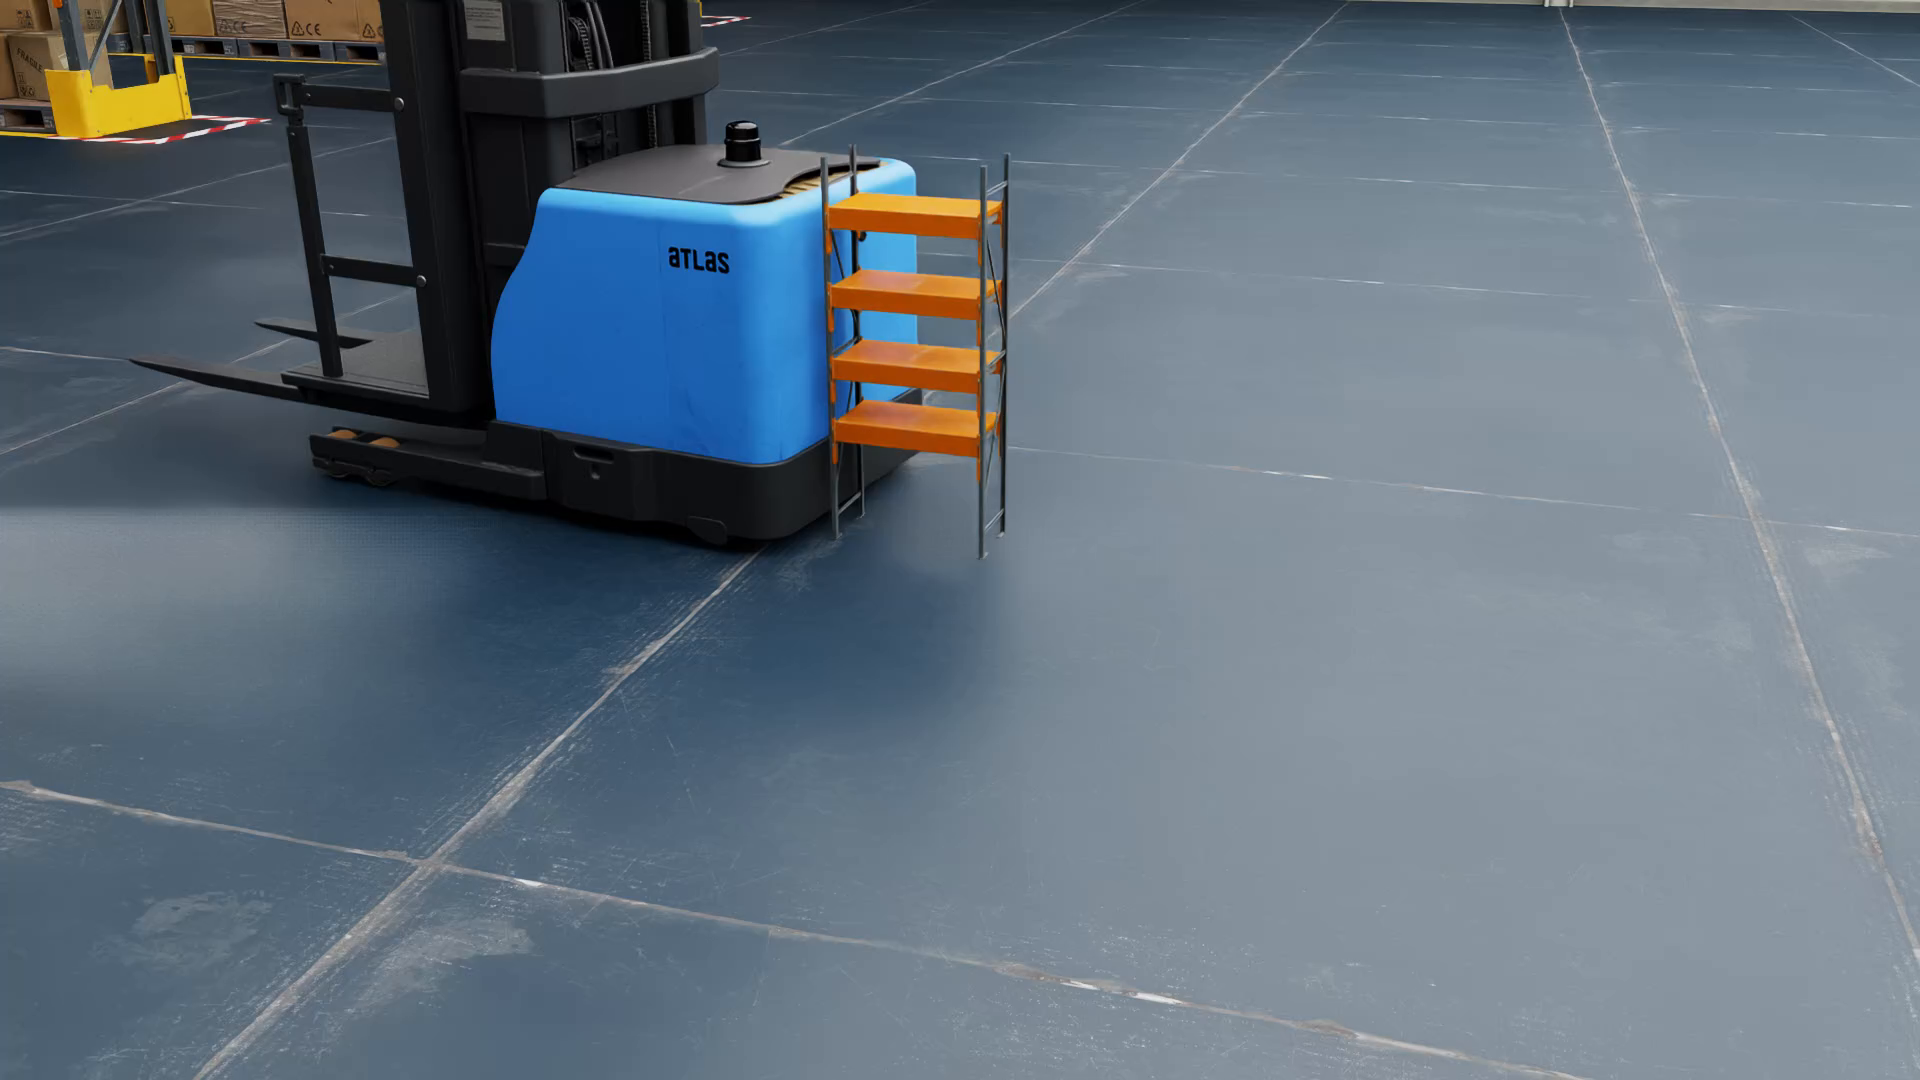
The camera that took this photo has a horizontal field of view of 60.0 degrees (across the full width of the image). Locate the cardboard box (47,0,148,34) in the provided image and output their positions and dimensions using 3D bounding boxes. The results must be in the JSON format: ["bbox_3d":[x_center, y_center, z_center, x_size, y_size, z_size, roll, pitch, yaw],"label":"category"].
[{"bbox_3d":[-9.548,-6.123,18.656,0.750,0.750,1.050,6,23,15],"label":"cardboard box"}]

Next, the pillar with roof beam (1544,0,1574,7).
[{"bbox_3d":[7.504,-10.409,18.789,0.400,9.000,9.100,7,23,16],"label":"pillar with roof beam"}]

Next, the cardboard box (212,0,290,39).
[{"bbox_3d":[-7.481,-5.954,18.079,0.875,0.875,0.875,7,23,16],"label":"cardboard box"}]

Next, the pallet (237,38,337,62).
[{"bbox_3d":[-7.050,-5.400,18.155,1.213,0.211,1.003,7,23,15],"label":"pallet"}]

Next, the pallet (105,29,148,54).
[{"bbox_3d":[-9.688,-5.702,18.892,1.213,0.211,1.003,7,23,16],"label":"pallet"}]

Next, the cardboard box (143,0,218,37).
[{"bbox_3d":[-8.345,-6.051,18.316,0.875,0.875,0.875,7,23,16],"label":"cardboard box"}]

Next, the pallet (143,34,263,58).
[{"bbox_3d":[-8.222,-5.533,18.480,1.213,0.211,1.003,7,23,15],"label":"pallet"}]

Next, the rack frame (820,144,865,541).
[{"bbox_3d":[-0.359,-0.595,5.139,0.015,1.200,0.240,7,23,18],"label":"rack frame"}]

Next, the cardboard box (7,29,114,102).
[{"bbox_3d":[-7.220,-3.817,13.364,0.500,0.500,0.500,11,25,25],"label":"cardboard box"}]

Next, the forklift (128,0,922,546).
[{"bbox_3d":[-1.686,-1.707,5.569,3.031,2.935,1.130,11,25,24],"label":"forklift"}]

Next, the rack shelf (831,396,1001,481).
[{"bbox_3d":[-0.128,-0.319,5.167,0.480,0.148,0.258,7,23,18],"label":"rack shelf"}]

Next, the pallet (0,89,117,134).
[{"bbox_3d":[-7.468,-3.525,13.586,1.213,0.211,1.003,7,23,16],"label":"pallet"}]

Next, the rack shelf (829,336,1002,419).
[{"bbox_3d":[-0.128,-0.502,5.091,0.480,0.148,0.258,7,23,18],"label":"rack shelf"}]

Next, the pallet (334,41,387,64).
[{"bbox_3d":[-5.886,-5.265,17.828,1.213,0.211,1.003,7,23,15],"label":"pallet"}]

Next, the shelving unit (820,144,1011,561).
[{"bbox_3d":[-0.128,-0.565,5.066,0.503,1.200,0.258,7,23,18],"label":"shelving unit"}]

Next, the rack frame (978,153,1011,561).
[{"bbox_3d":[0.103,-0.535,4.992,0.015,1.200,0.240,7,23,18],"label":"rack frame"}]

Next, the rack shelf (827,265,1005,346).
[{"bbox_3d":[-0.128,-0.709,5.006,0.480,0.148,0.258,7,23,18],"label":"rack shelf"}]

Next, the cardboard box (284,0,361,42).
[{"bbox_3d":[-6.609,-5.853,17.833,0.875,0.875,0.875,6,23,15],"label":"cardboard box"}]

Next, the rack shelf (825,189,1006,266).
[{"bbox_3d":[-0.128,-0.928,4.917,0.480,0.148,0.258,7,23,18],"label":"rack shelf"}]

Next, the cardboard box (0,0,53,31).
[{"bbox_3d":[-10.470,-6.230,18.918,0.750,0.750,1.050,7,23,15],"label":"cardboard box"}]

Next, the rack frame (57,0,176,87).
[{"bbox_3d":[-6.627,-4.705,12.788,0.127,3.000,1.000,7,23,16],"label":"rack frame"}]

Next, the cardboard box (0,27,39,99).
[{"bbox_3d":[-7.802,-3.870,13.493,0.500,0.500,0.500,13,26,29],"label":"cardboard box"}]

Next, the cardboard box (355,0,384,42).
[{"bbox_3d":[-5.766,-5.758,17.600,0.875,0.875,0.875,7,23,16],"label":"cardboard box"}]

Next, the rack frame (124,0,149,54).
[{"bbox_3d":[-8.927,-6.934,18.223,0.127,3.000,1.000,7,23,16],"label":"rack frame"}]

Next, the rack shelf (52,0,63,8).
[{"bbox_3d":[-8.542,-4.591,13.459,4.000,0.370,1.077,7,23,16],"label":"rack shelf"}]

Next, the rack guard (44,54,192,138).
[{"bbox_3d":[-6.700,-3.557,13.282,0.348,0.500,1.175,7,23,16],"label":"rack guard"}]
